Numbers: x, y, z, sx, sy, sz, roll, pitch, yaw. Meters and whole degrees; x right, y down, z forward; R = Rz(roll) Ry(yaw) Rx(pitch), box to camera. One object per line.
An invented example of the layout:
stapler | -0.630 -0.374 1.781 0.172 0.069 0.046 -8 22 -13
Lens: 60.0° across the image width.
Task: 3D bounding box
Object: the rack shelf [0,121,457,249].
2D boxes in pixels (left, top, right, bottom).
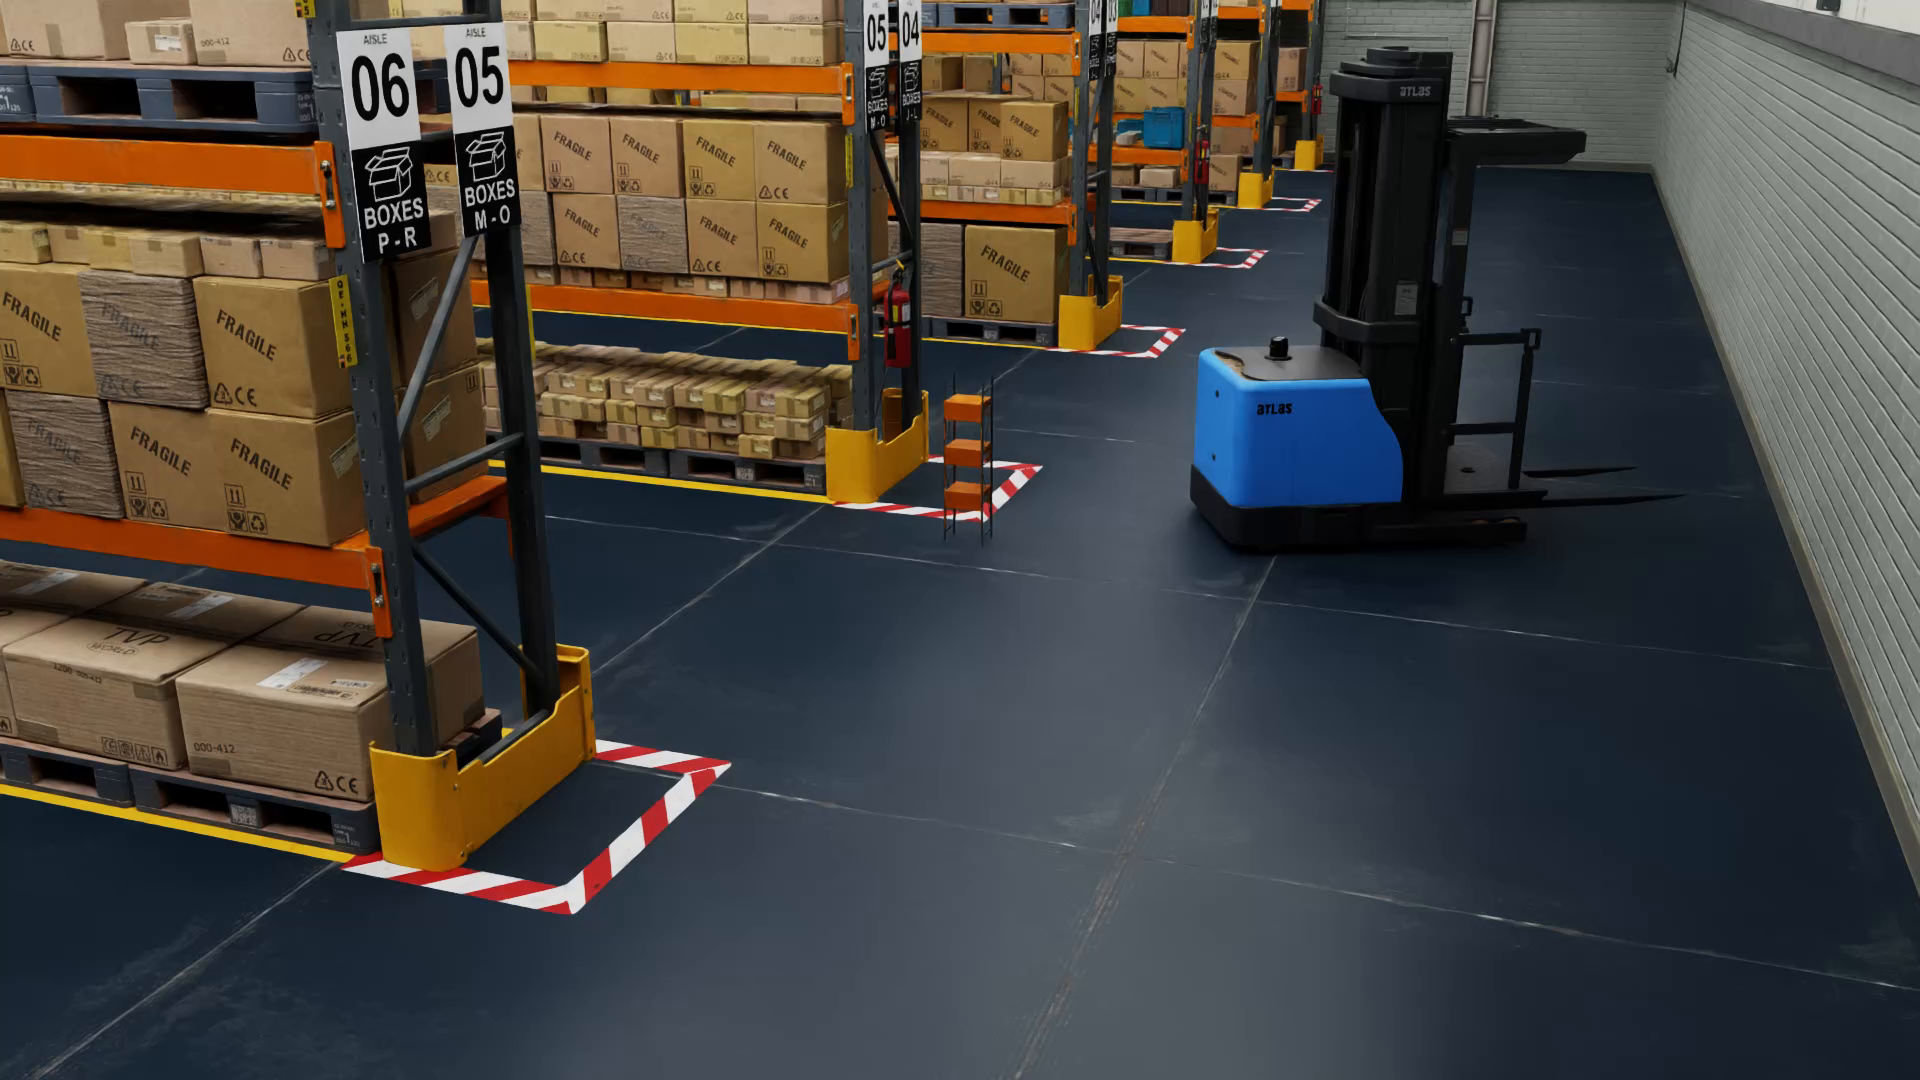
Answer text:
rack shelf | -3.909 -1.584 6.924 4.000 0.370 1.077 7 20 18

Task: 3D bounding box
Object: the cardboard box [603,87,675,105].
cardboard box | -3.152 -4.392 16.767 0.637 0.503 0.797 6 20 17

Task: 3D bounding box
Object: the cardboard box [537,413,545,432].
cardboard box | -3.005 -0.917 12.167 0.250 0.149 0.380 6 20 16

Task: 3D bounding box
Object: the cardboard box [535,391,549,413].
cardboard box | -3.015 -1.046 12.085 0.250 0.149 0.380 8 21 21

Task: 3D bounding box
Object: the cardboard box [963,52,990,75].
cardboard box | 0.382 -8.755 30.325 0.500 0.500 0.500 7 20 20

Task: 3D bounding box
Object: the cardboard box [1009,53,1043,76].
cardboard box | 1.062 -7.266 25.015 0.500 0.500 0.500 7 20 19

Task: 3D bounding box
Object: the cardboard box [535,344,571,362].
cardboard box | -3.136 -1.357 12.525 0.250 0.149 0.380 7 20 20

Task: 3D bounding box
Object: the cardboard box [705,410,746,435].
cardboard box | -1.574 -0.858 11.545 0.250 0.149 0.380 6 20 16

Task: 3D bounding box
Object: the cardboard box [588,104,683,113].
cardboard box | -2.273 -2.802 11.758 0.500 0.500 0.500 6 20 16

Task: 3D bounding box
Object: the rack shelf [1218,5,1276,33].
rack shelf | 2.598 -7.745 24.598 4.000 0.370 1.077 7 20 18

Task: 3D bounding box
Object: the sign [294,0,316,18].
sign | -2.211 -1.922 5.573 0.005 0.325 0.100 7 20 18

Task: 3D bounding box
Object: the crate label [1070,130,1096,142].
crate label | 1.488 -4.907 20.229 0.243 0.136 0.396 7 20 18

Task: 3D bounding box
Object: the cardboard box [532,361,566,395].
cardboard box | -3.048 -1.171 11.991 0.250 0.149 0.380 7 20 19

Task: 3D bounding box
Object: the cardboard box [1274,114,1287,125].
cardboard box | 5.599 -7.411 29.277 0.250 0.149 0.380 7 20 18

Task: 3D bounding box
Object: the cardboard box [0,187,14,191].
cardboard box | -4.463 -1.485 7.447 0.250 0.149 0.380 6 20 18

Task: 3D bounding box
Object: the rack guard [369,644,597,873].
rack guard | -1.997 0.891 7.083 0.348 0.500 1.175 7 20 18

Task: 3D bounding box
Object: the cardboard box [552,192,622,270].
cardboard box | -2.434 -2.164 11.447 0.500 0.500 0.500 8 21 21

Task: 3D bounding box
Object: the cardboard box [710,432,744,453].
cardboard box | -1.553 -0.737 11.651 0.250 0.149 0.380 6 20 18

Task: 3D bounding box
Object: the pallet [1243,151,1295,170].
pallet | 5.328 -6.739 29.411 1.213 0.211 1.003 7 20 18

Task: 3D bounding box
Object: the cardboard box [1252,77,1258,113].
cardboard box | 4.155 -6.630 24.710 0.500 0.500 0.500 7 20 19

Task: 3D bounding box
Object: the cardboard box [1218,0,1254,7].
cardboard box | 3.915 -7.772 23.809 0.500 0.250 0.500 7 20 18

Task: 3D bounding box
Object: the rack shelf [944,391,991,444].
rack shelf | 0.051 -0.748 10.120 0.240 0.259 0.215 7 20 18

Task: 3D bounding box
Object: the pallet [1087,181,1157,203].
pallet | 2.513 -5.362 25.462 1.213 0.211 1.003 7 20 18

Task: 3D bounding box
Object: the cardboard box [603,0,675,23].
cardboard box | -1.975 -3.505 10.809 0.500 0.250 0.500 7 20 19

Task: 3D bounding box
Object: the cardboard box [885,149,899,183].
cardboard box | -0.765 -3.577 15.881 0.500 0.250 0.500 7 20 18

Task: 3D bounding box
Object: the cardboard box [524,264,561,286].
cardboard box | -2.849 -1.896 11.662 0.250 0.149 0.380 7 21 20

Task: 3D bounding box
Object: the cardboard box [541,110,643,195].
cardboard box | -2.478 -2.638 11.287 0.500 0.500 0.500 6 20 16

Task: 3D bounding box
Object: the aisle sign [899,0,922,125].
aisle sign | -0.323 -3.155 10.943 0.004 0.787 0.394 7 20 18

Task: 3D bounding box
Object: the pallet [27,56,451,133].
pallet | -2.724 -1.743 6.421 1.213 0.211 1.003 7 20 18

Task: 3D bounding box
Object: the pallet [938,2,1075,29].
pallet | 0.529 -4.824 15.260 1.213 0.211 1.003 7 20 18

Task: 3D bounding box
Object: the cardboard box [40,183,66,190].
cardboard box | -6.908 -2.728 12.959 0.250 0.149 0.380 7 20 18

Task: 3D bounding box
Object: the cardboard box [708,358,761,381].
cardboard box | -1.631 -1.197 12.067 0.250 0.149 0.380 6 20 15

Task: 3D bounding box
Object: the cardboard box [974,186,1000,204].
cardboard box | 0.304 -3.246 15.535 0.250 0.149 0.380 7 20 18

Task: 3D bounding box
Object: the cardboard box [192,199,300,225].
cardboard box | -2.997 -1.335 7.014 0.250 0.149 0.380 6 20 16

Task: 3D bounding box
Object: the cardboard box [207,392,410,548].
cardboard box | -2.562 -0.309 6.576 0.500 0.500 0.500 7 20 18

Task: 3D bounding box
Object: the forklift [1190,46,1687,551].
forklift | 3.072 -1.510 10.279 3.031 2.935 1.130 -2 19 -7

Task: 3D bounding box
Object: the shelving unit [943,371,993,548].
shelving unit | 0.051 -0.490 10.210 0.252 1.050 0.215 7 20 18

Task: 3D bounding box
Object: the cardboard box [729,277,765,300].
cardboard box | -1.356 -1.731 11.191 0.250 0.149 0.380 6 20 18

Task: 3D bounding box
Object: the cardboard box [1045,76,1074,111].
cardboard box | 1.586 -6.738 25.020 0.500 0.500 0.500 7 20 19

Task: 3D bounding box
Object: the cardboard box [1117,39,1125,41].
cardboard box | 2.232 -7.321 25.174 0.500 0.500 0.500 7 20 18

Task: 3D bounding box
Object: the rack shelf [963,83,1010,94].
rack shelf | 0.442 -8.302 30.751 4.000 0.370 1.077 7 20 18

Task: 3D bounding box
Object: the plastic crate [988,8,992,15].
plastic crate | 0.163 -6.480 20.075 0.590 0.269 0.497 7 20 18

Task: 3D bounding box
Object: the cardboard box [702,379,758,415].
cardboard box | -1.578 -0.987 11.462 0.250 0.149 0.380 6 20 17

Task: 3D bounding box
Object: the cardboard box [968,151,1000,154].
cardboard box | 0.375 -3.633 16.039 0.500 0.250 0.500 6 20 17

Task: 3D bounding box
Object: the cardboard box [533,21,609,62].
cardboard box | -2.464 -3.316 11.026 0.500 0.250 0.500 7 21 20

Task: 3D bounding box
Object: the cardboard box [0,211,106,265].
cardboard box | -3.647 -1.215 6.670 0.250 0.149 0.380 7 20 19

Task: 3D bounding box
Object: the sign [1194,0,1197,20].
sign | 2.693 -6.107 18.964 0.005 0.325 0.100 7 20 18

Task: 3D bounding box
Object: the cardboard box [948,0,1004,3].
cardboard box | 0.232 -5.220 15.318 0.500 0.500 0.700 6 20 16

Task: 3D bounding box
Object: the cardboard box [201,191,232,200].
cardboard box | -5.452 -2.559 12.477 0.250 0.149 0.380 6 20 16

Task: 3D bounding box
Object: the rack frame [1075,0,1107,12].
rack frame | 1.233 -6.206 14.531 0.127 3.000 1.000 7 20 18

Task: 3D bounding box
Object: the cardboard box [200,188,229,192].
cardboard box | -5.458 -2.703 12.435 0.250 0.149 0.380 6 20 18

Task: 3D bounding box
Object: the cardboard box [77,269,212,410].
cardboard box | -3.056 -0.836 6.571 0.500 0.500 0.500 7 20 18

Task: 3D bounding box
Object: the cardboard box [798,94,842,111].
cardboard box | -1.221 -3.987 15.918 0.500 0.500 0.500 6 20 16

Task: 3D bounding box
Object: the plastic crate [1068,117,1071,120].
plastic crate | 1.206 -5.166 20.826 0.300 0.233 0.416 7 20 18

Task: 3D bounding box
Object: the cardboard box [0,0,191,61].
cardboard box | -3.417 -2.089 6.623 0.500 0.311 0.500 7 20 19

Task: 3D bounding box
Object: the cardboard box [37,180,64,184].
cardboard box | -6.939 -2.871 12.920 0.250 0.149 0.380 6 20 16

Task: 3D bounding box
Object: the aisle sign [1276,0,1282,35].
aisle sign | 4.648 -7.764 24.167 0.004 0.787 0.394 7 20 18

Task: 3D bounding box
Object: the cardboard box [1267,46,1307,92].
cardboard box | 5.624 -8.187 28.873 0.700 0.700 0.980 7 21 21

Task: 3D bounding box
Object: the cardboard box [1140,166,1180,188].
cardboard box | 3.005 -5.456 25.004 0.500 0.250 0.500 7 20 18
